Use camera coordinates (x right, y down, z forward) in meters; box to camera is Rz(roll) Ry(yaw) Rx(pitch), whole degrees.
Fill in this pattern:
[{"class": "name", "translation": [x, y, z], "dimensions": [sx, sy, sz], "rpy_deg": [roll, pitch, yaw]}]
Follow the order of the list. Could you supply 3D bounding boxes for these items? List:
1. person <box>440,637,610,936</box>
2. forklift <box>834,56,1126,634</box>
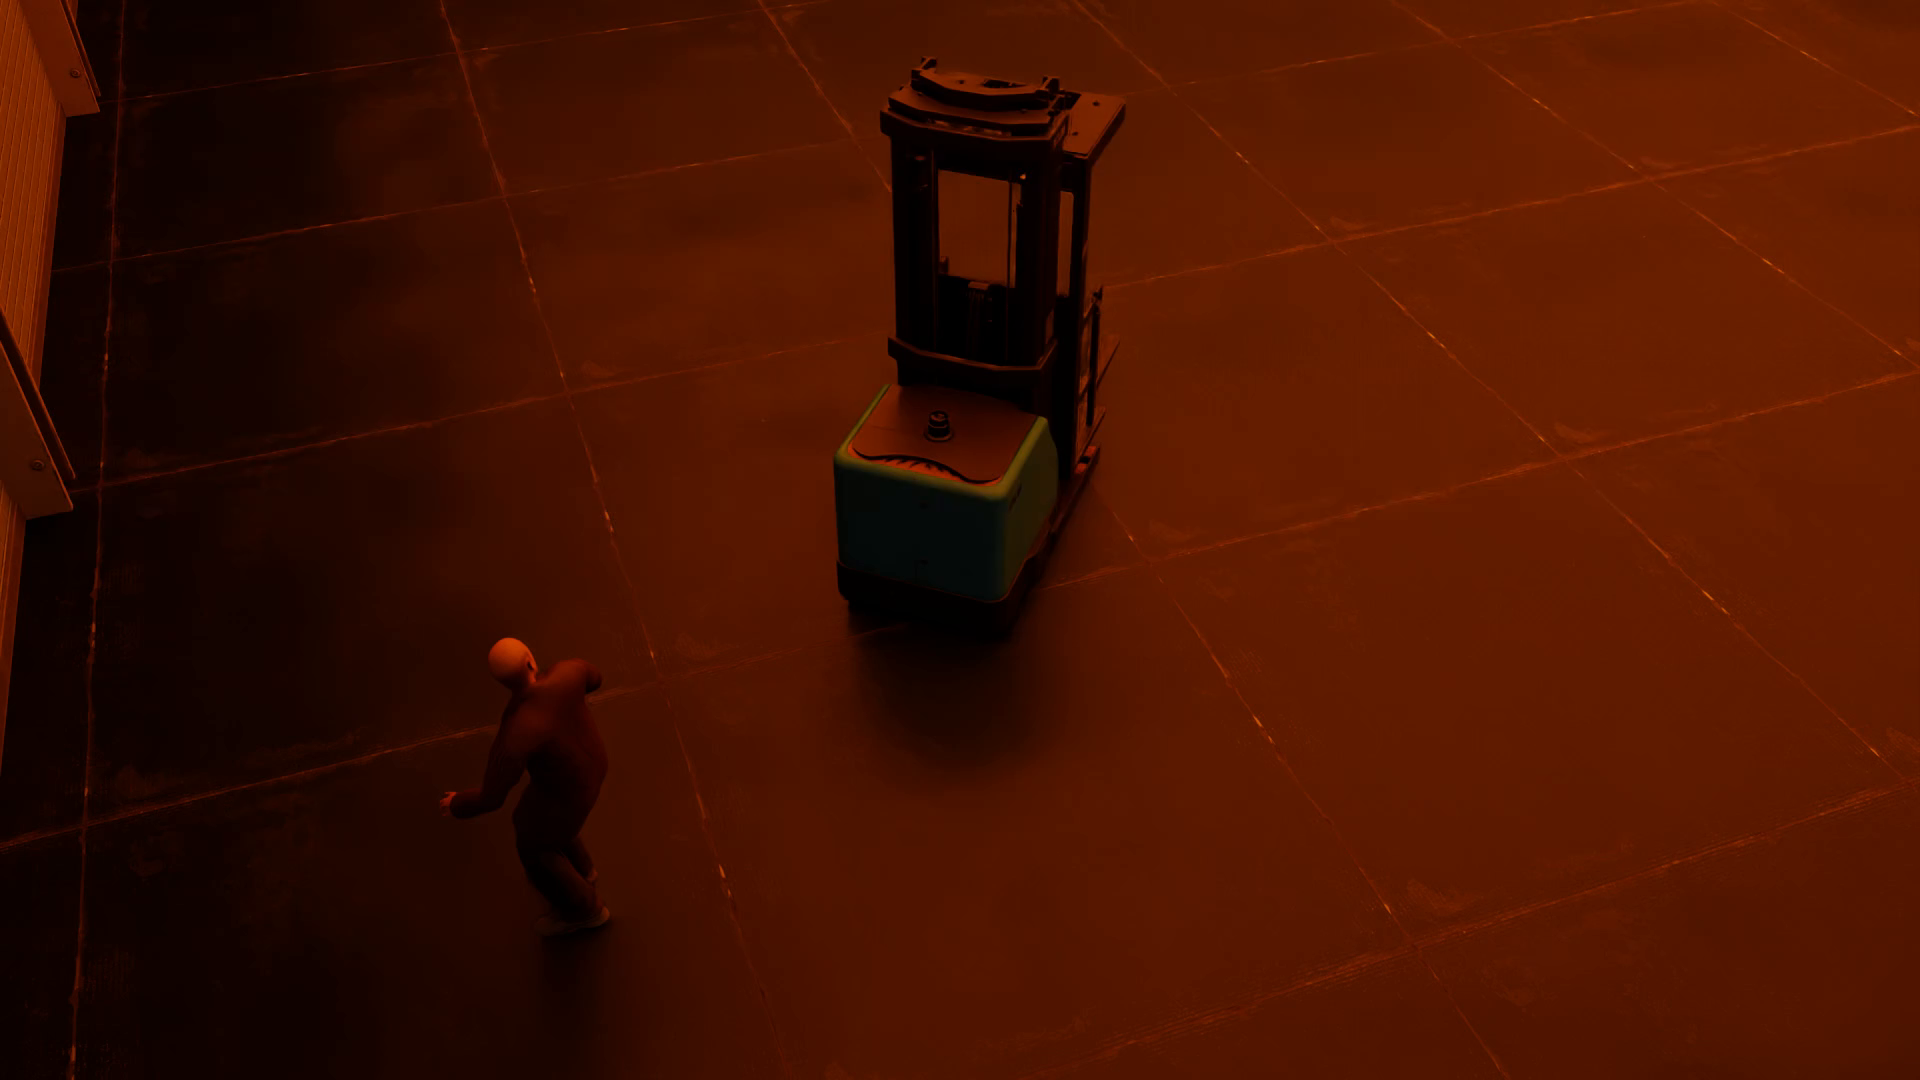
[{"class": "person", "translation": [-1.972, 1.101, 7.669], "dimensions": [0.644, 1.736, 0.829], "rpy_deg": [10, 41, 11]}, {"class": "forklift", "translation": [0.274, -1.541, 9.831], "dimensions": [1.130, 2.935, 3.031], "rpy_deg": [13, 42, 16]}]
